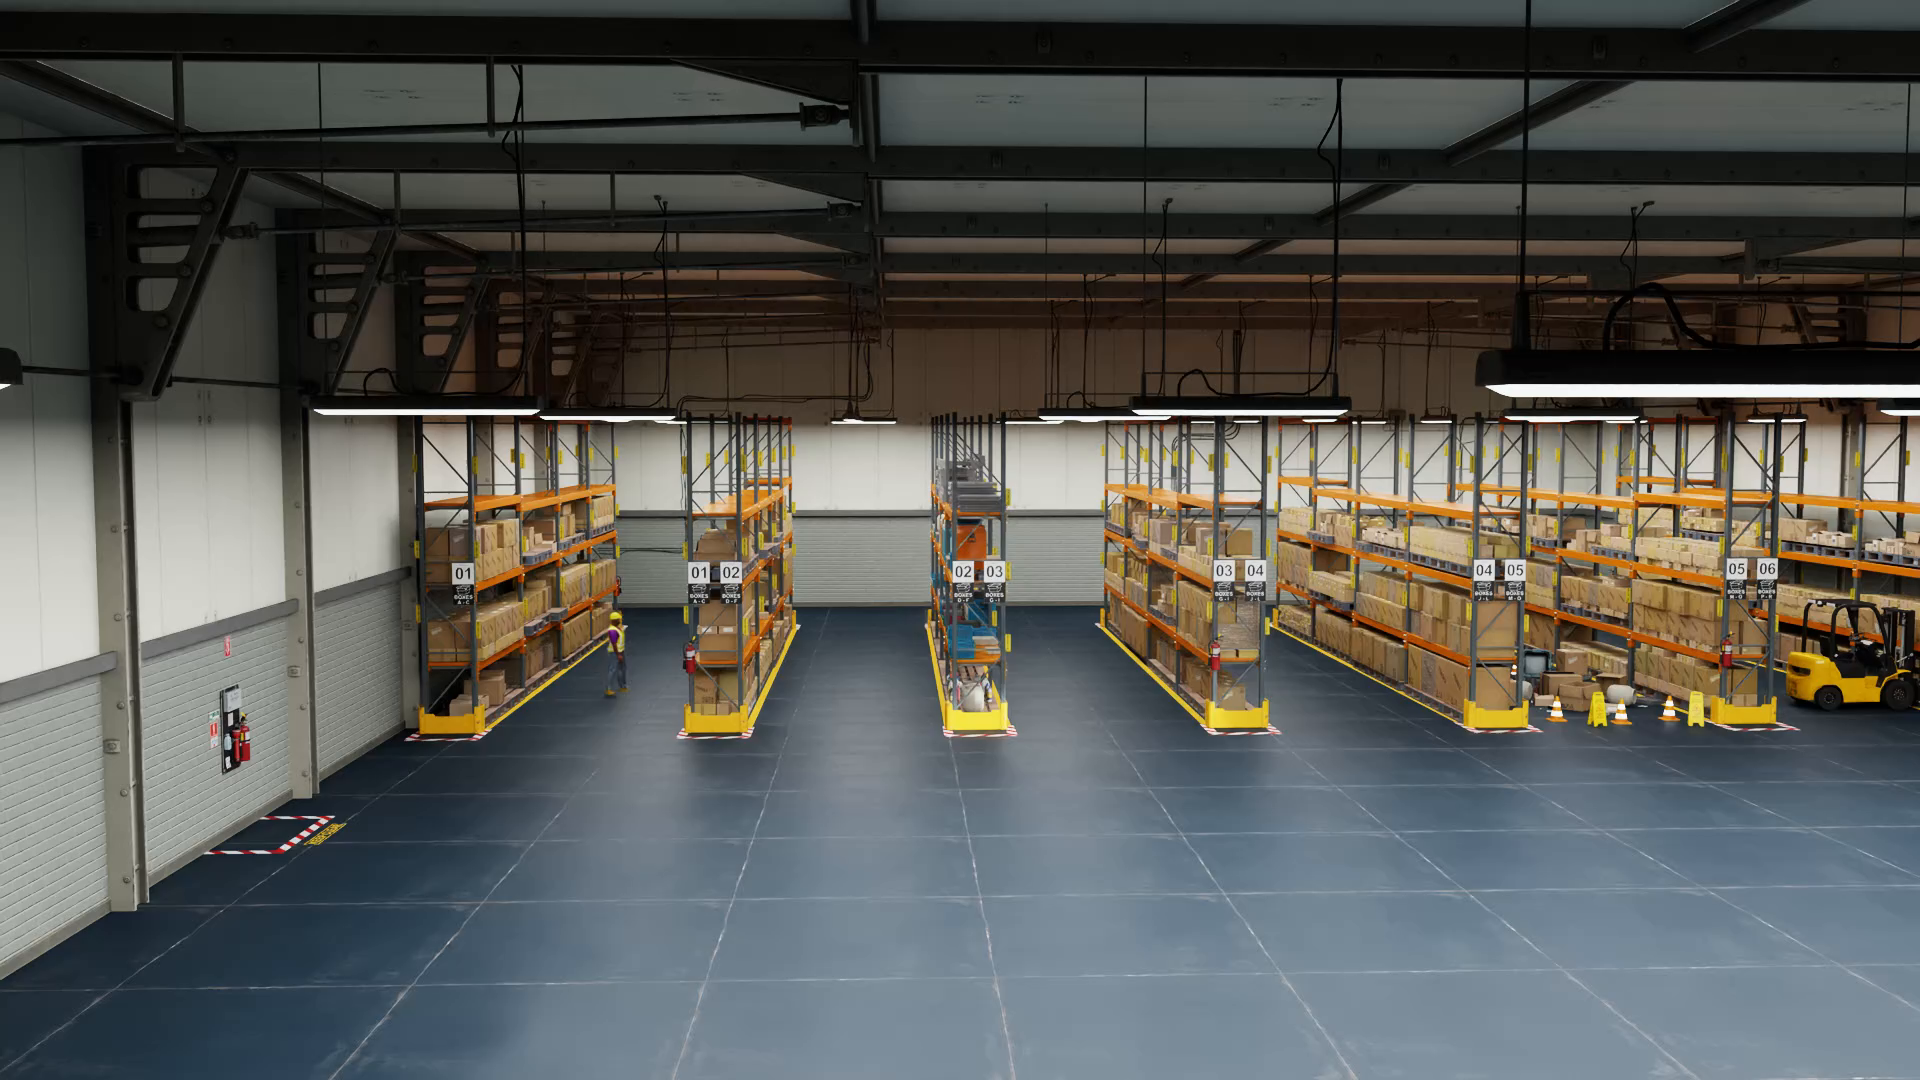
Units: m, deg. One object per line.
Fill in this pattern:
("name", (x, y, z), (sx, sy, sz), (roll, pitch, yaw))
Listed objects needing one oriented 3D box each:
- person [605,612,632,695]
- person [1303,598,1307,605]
("person", (-7.341, 2.438, 35.619), (0.478, 1.811, 0.677), (1, 4, 9))
("person", (10.293, 1.550, 48.947), (0.508, 1.654, 0.435), (0, 4, -6))
